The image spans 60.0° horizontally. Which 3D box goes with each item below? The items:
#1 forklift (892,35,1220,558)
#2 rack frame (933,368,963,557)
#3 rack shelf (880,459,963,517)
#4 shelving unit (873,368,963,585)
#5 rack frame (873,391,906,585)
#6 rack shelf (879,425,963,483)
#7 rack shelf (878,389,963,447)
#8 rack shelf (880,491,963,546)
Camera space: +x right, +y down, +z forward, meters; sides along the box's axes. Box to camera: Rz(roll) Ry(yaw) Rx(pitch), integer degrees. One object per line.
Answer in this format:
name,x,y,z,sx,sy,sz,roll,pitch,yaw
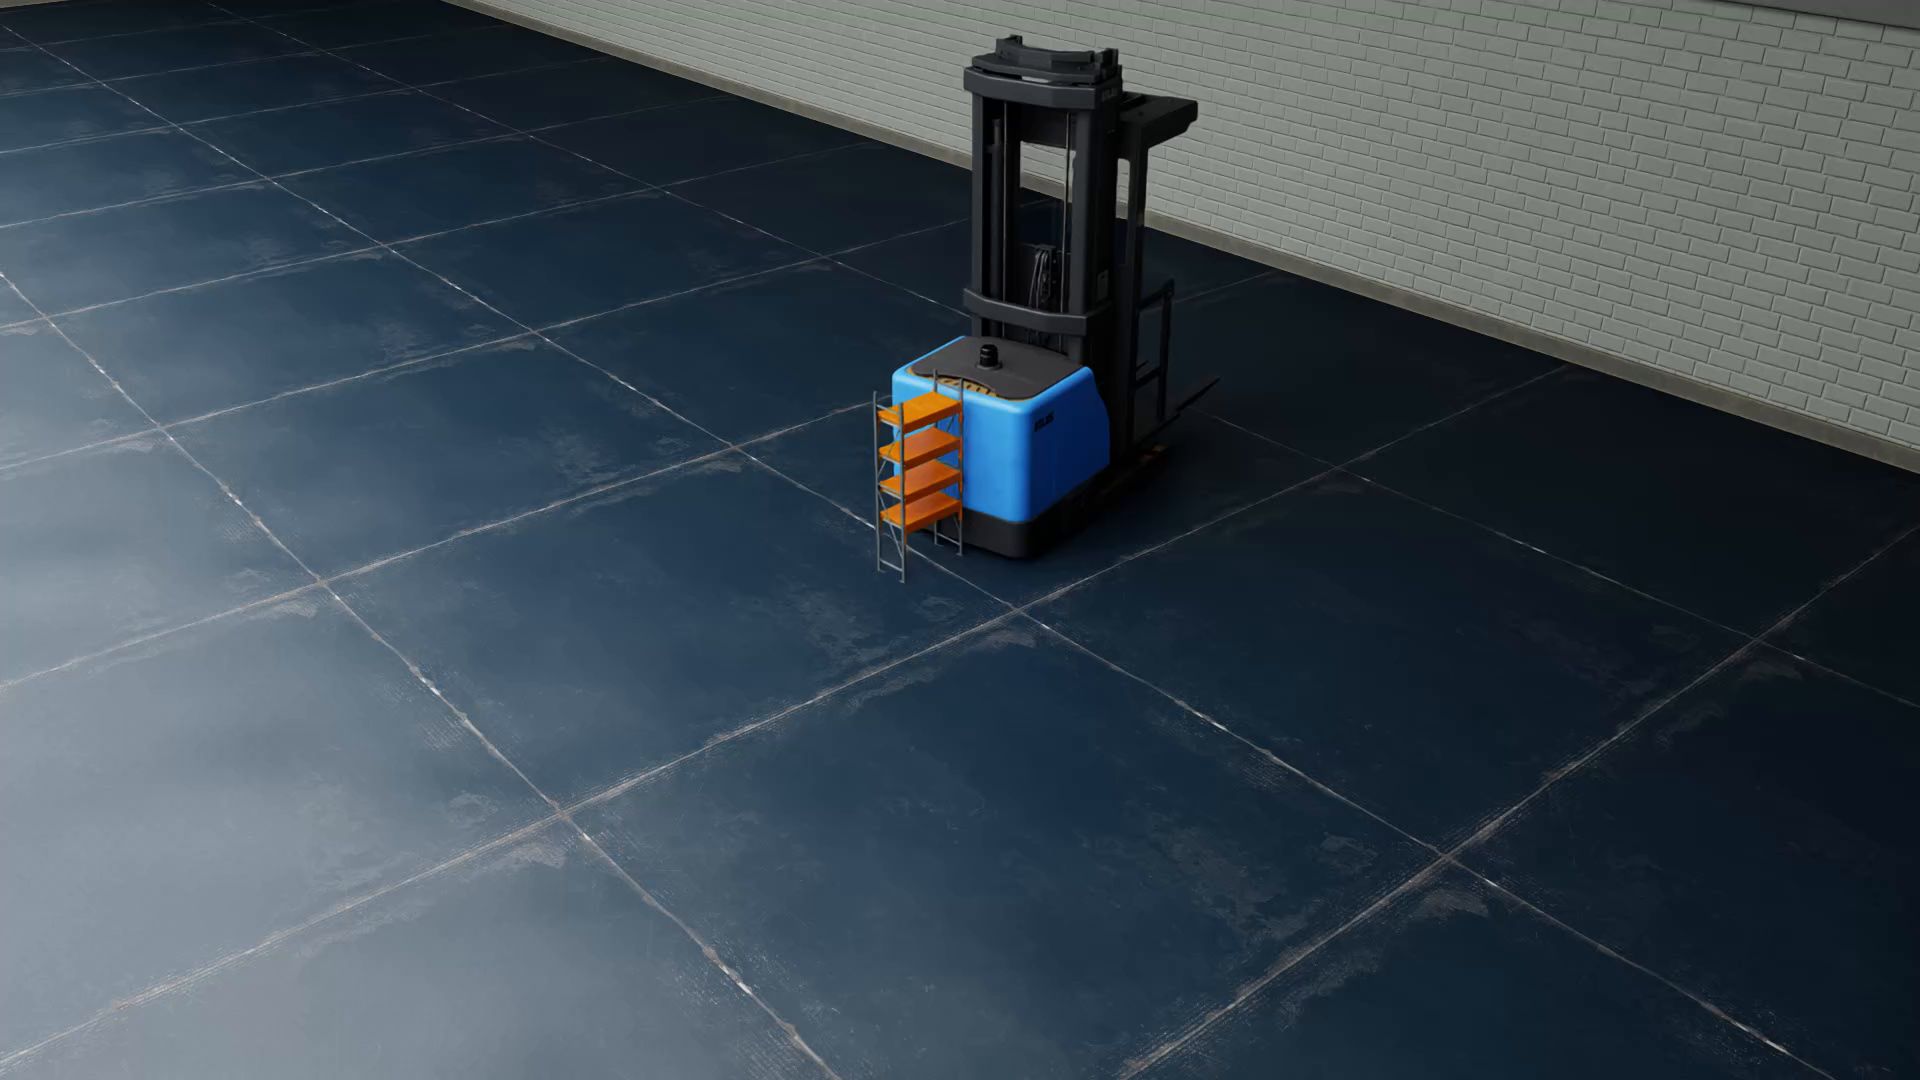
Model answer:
forklift,0.813,-1.828,10.919,1.130,2.935,3.031,18,33,30
rack frame,-0.071,-0.463,10.201,0.015,1.200,0.240,-25,37,-39
rack shelf,-0.243,-0.322,10.081,0.480,0.148,0.258,-25,37,-39
shelving unit,-0.243,-0.381,10.049,0.503,1.200,0.258,-25,37,-39
rack frame,-0.416,-0.300,9.897,0.015,1.200,0.240,-25,37,-39
rack shelf,-0.243,-0.519,9.975,0.480,0.148,0.258,-25,37,-39
rack shelf,-0.243,-0.728,9.864,0.480,0.148,0.258,-25,37,-39
rack shelf,-0.243,-0.147,10.174,0.480,0.148,0.258,-25,37,-39
